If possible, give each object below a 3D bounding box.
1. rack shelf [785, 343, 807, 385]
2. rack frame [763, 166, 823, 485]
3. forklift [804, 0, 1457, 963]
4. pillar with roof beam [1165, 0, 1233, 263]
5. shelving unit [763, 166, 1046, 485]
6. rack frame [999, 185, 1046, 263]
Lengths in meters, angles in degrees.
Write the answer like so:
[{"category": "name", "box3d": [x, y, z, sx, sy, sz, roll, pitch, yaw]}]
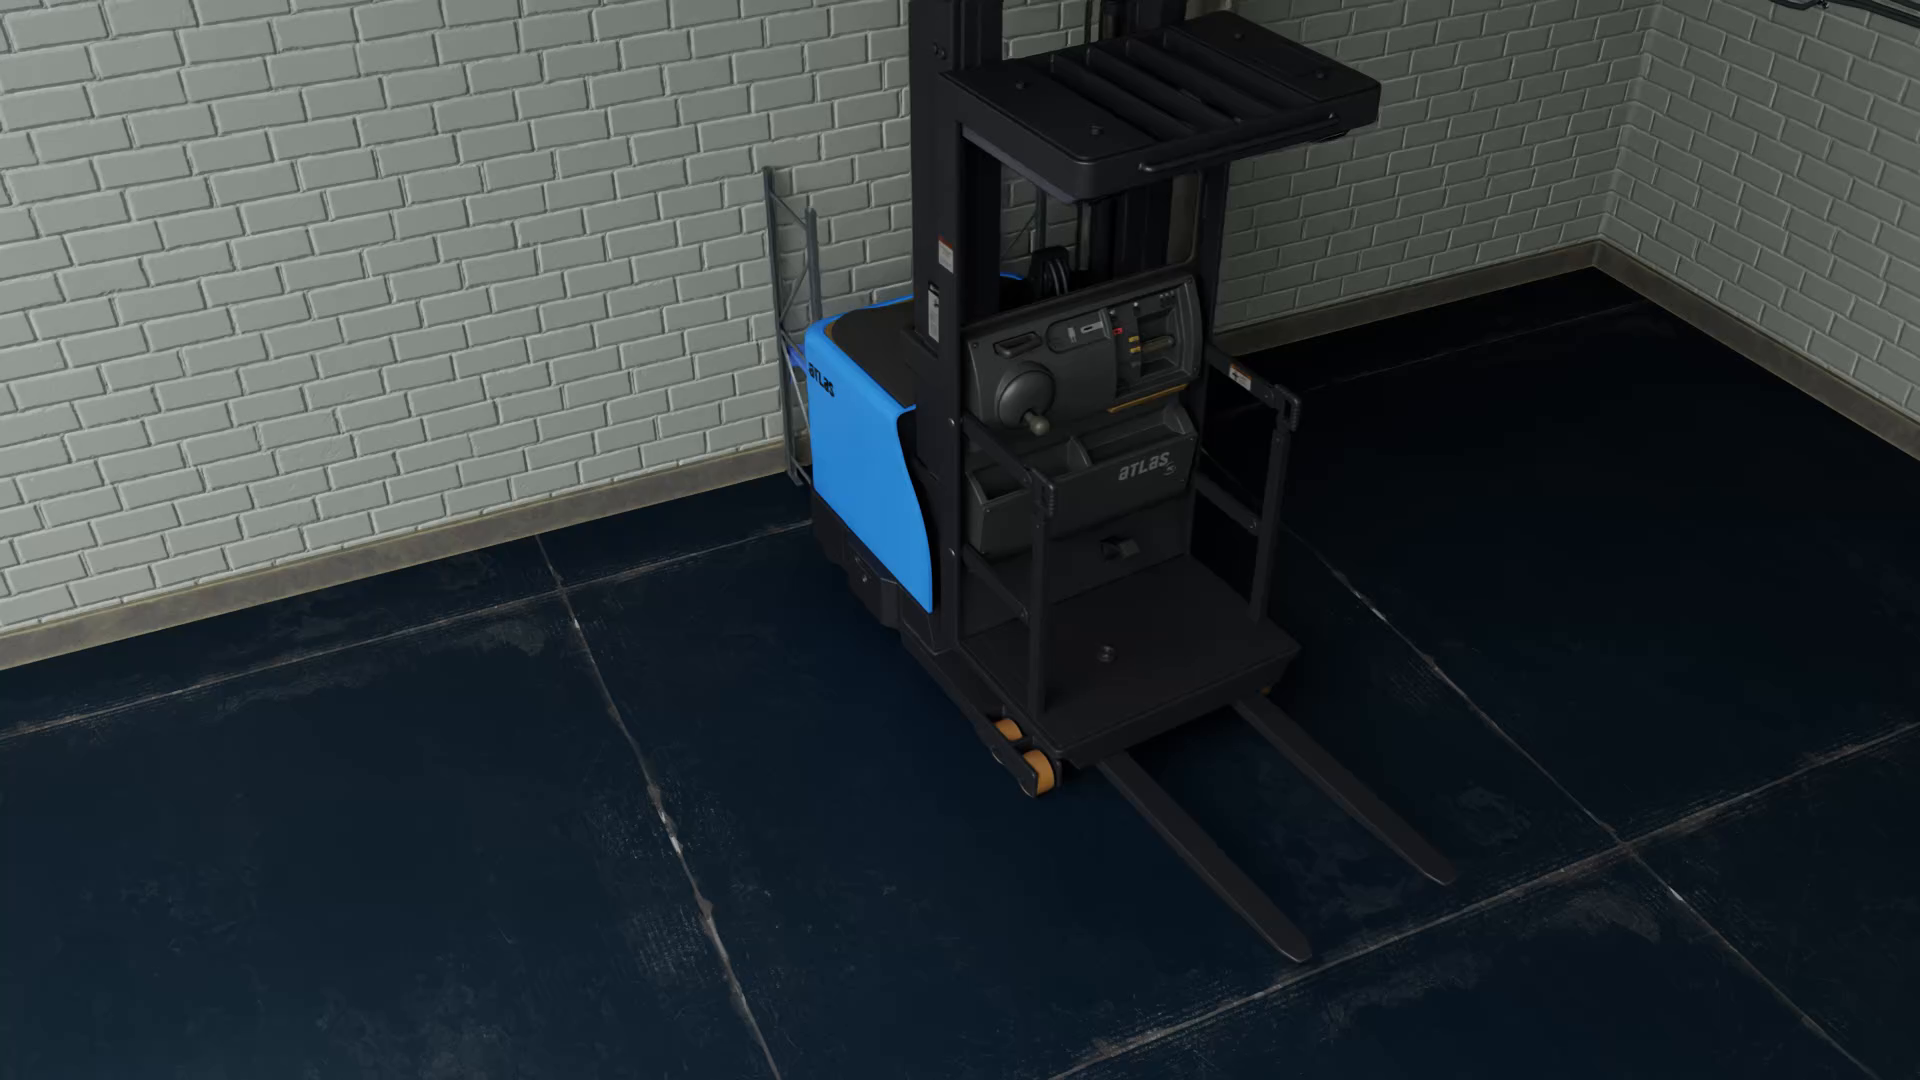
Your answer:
[{"category": "rack shelf", "box3d": [-0.219, -0.777, 7.329, 1.000, 0.185, 0.538, -17, 39, -21]}, {"category": "rack frame", "box3d": [-0.675, -0.788, 7.043, 0.032, 1.500, 0.500, -17, 39, -21]}, {"category": "forklift", "box3d": [0.552, -0.572, 5.561, 1.130, 2.935, 3.031, -20, 41, -24]}, {"category": "pillar with roof beam", "box3d": [2.739, -2.014, 2.411, 0.400, 9.000, 9.100, -16, 39, -20]}, {"category": "shelving unit", "box3d": [-0.220, -0.923, 7.224, 1.048, 1.500, 0.538, -17, 39, -21]}, {"category": "rack frame", "box3d": [0.235, -1.058, 7.405, 0.032, 1.500, 0.500, -17, 39, -21]}]
